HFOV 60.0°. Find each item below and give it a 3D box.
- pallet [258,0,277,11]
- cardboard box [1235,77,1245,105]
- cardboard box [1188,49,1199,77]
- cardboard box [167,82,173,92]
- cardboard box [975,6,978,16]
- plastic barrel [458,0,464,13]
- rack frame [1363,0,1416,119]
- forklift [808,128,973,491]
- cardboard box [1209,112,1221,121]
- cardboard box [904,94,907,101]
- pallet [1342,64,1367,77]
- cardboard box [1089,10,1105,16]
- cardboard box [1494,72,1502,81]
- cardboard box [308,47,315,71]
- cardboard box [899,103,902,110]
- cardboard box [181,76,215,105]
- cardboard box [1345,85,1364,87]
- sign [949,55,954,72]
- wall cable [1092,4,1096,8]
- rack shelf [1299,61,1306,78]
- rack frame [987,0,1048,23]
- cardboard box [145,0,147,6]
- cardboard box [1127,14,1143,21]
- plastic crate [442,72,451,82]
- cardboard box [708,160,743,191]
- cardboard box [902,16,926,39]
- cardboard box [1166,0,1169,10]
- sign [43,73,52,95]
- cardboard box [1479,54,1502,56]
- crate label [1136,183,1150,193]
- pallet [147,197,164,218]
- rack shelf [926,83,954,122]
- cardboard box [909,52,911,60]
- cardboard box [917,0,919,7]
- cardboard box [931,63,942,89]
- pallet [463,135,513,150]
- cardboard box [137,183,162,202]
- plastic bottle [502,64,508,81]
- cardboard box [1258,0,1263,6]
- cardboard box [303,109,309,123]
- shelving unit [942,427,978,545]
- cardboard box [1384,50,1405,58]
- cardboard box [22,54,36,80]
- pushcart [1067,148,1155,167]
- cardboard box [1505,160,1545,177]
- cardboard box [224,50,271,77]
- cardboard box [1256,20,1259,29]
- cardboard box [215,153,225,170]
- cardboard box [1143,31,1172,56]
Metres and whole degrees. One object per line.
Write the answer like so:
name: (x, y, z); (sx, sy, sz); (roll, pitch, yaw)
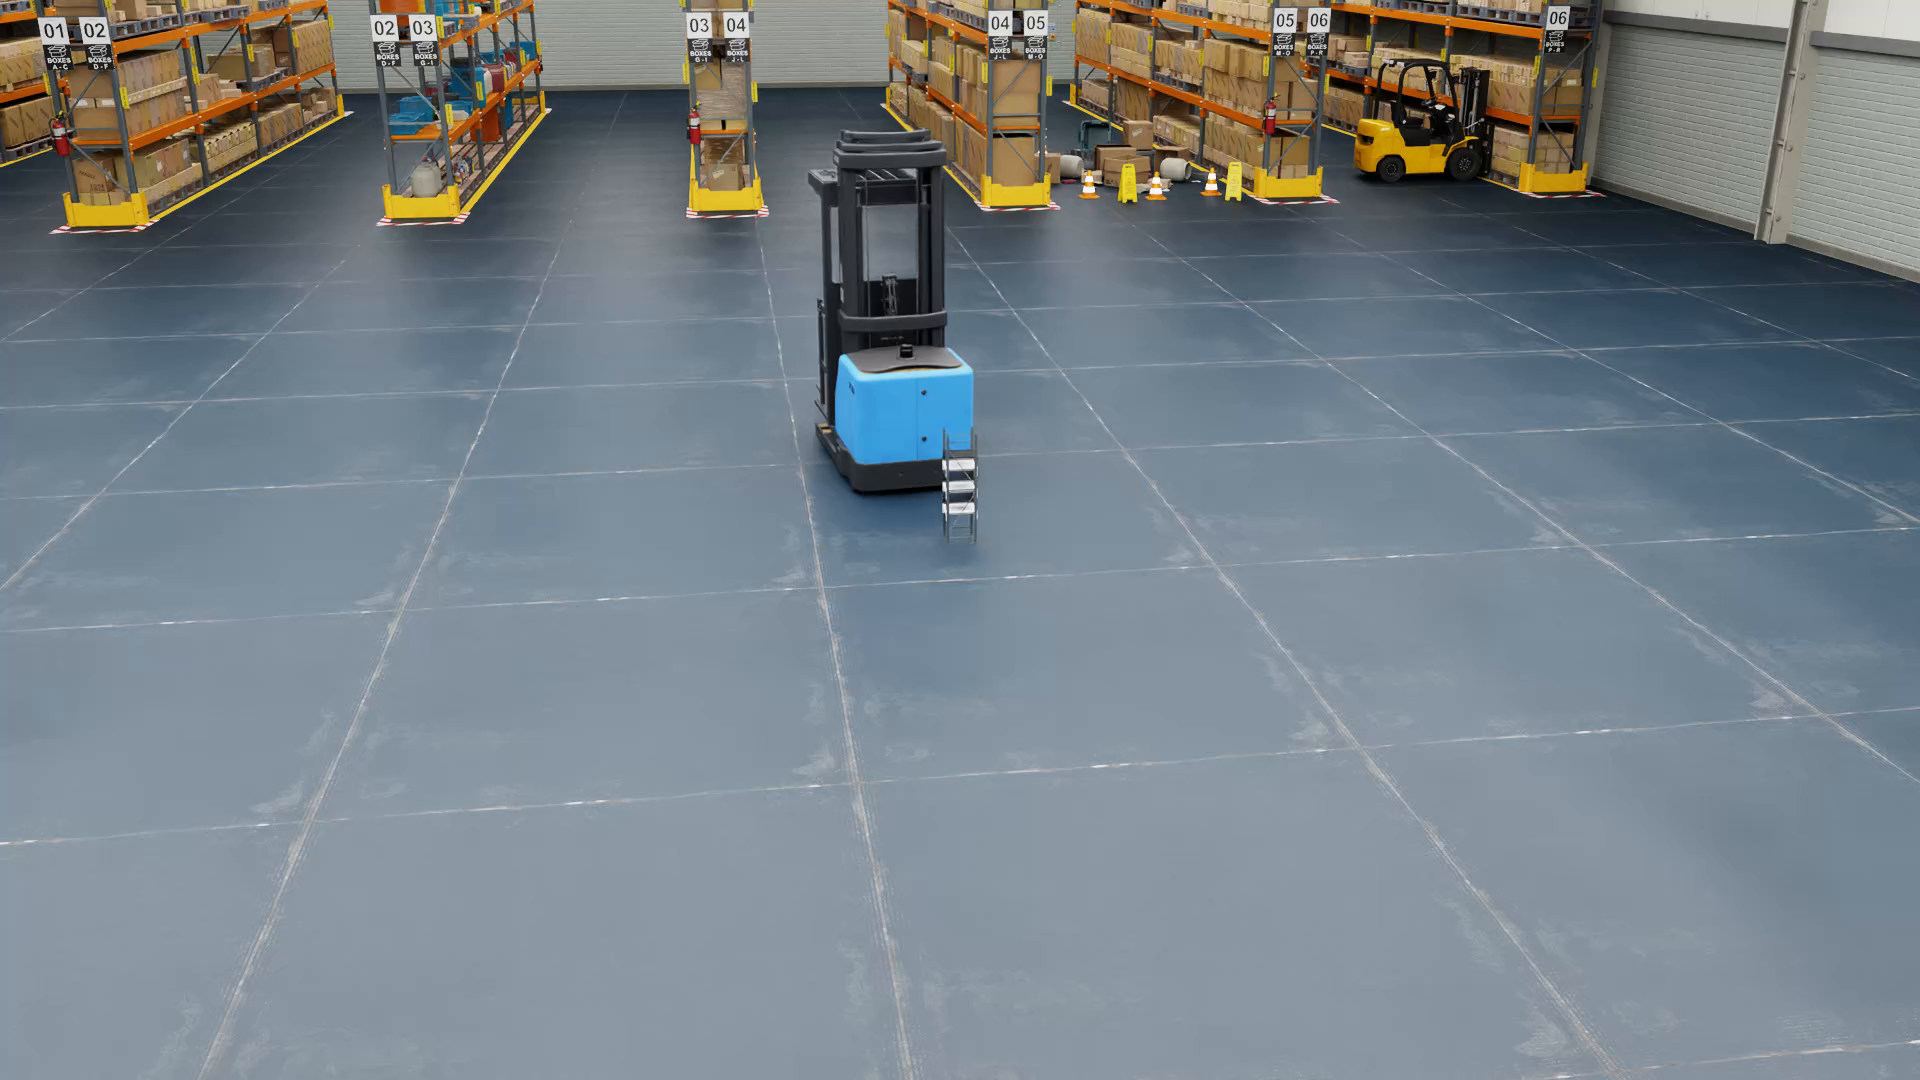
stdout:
pallet: (-15.318, -11.408, 35.453); (1.213, 0.211, 1.003); (-3, 21, -8)
cardboard box: (5.357, -8.229, 30.394); (0.500, 0.500, 0.500); (-3, 21, -8)
cardboard box: (4.901, -9.610, 33.491); (0.500, 0.500, 0.500); (-3, 21, -7)
cardboard box: (-13.978, -7.909, 29.035); (0.380, 0.149, 0.250); (-3, 21, -8)
cardboard box: (0.468, -9.130, 28.703); (0.380, 0.149, 0.250); (-3, 21, -7)
plastic barrel: (-10.019, -10.627, 32.481); (0.600, 0.830, 0.708); (-3, 21, -8)
rack frame: (9.602, -10.544, 37.159); (1.000, 3.000, 0.127); (-3, 21, -8)
forklift: (-0.739, -2.269, 15.101); (1.130, 2.935, 3.031); (-5, 21, -14)
cardboard box: (5.044, -8.207, 32.232); (0.380, 0.149, 0.250); (-3, 21, -7)
cardboard box: (-1.154, -10.729, 40.278); (0.380, 0.149, 0.250); (-3, 21, -7)
pallet: (9.435, -10.685, 37.811); (1.213, 0.211, 1.003); (-3, 21, -8)
cardboard box: (3.493, -13.383, 42.261); (0.380, 0.149, 0.250); (-3, 21, -7)
cardboard box: (10.219, -8.673, 31.081); (0.380, 0.149, 0.250); (-3, 21, -7)
cardboard box: (-15.446, -11.266, 38.950); (0.500, 0.500, 0.500); (-3, 21, -8)
cardboard box: (-1.312, -10.730, 41.133); (0.380, 0.149, 0.250); (-3, 21, -8)
cardboard box: (-14.585, -8.578, 31.754); (0.500, 0.500, 0.500); (-3, 21, -8)
cardboard box: (9.514, -10.883, 40.114); (0.380, 0.149, 0.250); (-4, 21, -10)
sign: (-0.152, -9.097, 31.744); (0.100, 0.325, 0.005); (-3, 21, -8)
wall cable: (4.104, -15.564, 49.149); (0.588, 1.984, 0.122); (-3, 21, -8)
rack shelf: (8.738, -12.284, 42.847); (1.077, 0.370, 4.000); (-3, 21, -8)
rack frame: (0.961, -10.048, 27.257); (1.000, 3.000, 0.127); (-3, 21, -8)
cardboard box: (-14.530, -9.435, 28.961); (0.500, 0.500, 0.500); (-1, 21, -3)
cardboard box: (4.273, -12.706, 40.450); (0.380, 0.149, 0.250); (-3, 21, -7)
plastic crate: (-10.086, -8.997, 32.927); (0.402, 0.464, 0.583); (-3, 21, -8)
cardboard box: (-4.036, -6.265, 28.676); (0.500, 0.500, 0.500); (1, 20, 2)
cardboard box: (-1.105, -12.196, 39.586); (0.500, 0.500, 0.500); (-4, 21, -10)
cardboard box: (4.605, -11.428, 35.432); (0.396, 0.266, 0.258); (-3, 21, -8)
sign: (-14.304, -7.155, 26.092); (0.100, 0.325, 0.005); (-3, 21, -8)
cardboard box: (10.524, -9.553, 33.012); (0.380, 0.149, 0.250); (-3, 21, -8)
crate label: (3.282, -6.360, 30.049); (0.250, 0.136, 0.298); (-15, 25, -35)
pallet: (-13.917, -5.480, 27.587); (1.003, 0.211, 1.213); (-3, 21, -8)
rack shelf: (0.096, -8.978, 33.995); (1.077, 0.370, 4.000); (-3, 21, -8)
cardboard box: (-0.940, -10.910, 37.472); (0.380, 0.149, 0.250); (-3, 21, -9)
cardboard box: (-0.679, -11.990, 36.601); (0.500, 0.500, 0.500); (-3, 21, -8)
cardboard box: (-0.319, -9.709, 34.782); (0.500, 0.500, 0.500); (-3, 21, -8)
pallet: (-10.171, -8.507, 35.691); (1.003, 0.211, 1.213); (-3, 21, -8)
cardboard box: (-13.698, -5.802, 27.794); (0.500, 0.250, 0.500); (-3, 21, -8)
plastic bottle: (-9.978, -10.221, 36.365); (0.144, 0.351, 0.185); (-3, 21, -8)
cardboard box: (5.449, -9.464, 29.200); (0.380, 0.149, 0.250); (-3, 21, -8)
cardboard box: (-15.342, -9.781, 38.332); (0.500, 0.311, 0.500); (-3, 21, -8)
shelving unit: (-0.001, -0.424, 13.066); (0.258, 0.900, 0.210); (-3, 21, -8)
cardboard box: (9.459, -10.589, 36.210); (0.380, 0.149, 0.250); (-2, 21, -6)
cardboard box: (-19.856, -9.953, 34.980); (0.500, 0.500, 0.500); (-2, 21, -6)
pushcart: (3.019, -7.546, 32.881); (1.648, 0.377, 0.936); (-11, 23, -26)
cardboard box: (10.375, -6.829, 30.543); (0.500, 0.250, 0.500); (-3, 21, -7)
cardboard box: (-15.064, -10.076, 35.164); (0.700, 0.500, 0.500); (1, 20, 2)
cardboard box: (5.443, -9.097, 29.358); (0.380, 0.149, 0.250); (-2, 21, -6)
cardboard box: (-14.227, -7.147, 31.393); (0.500, 0.250, 0.500); (-2, 21, -6)
cardboard box: (4.358, -10.973, 36.736); (0.500, 0.500, 0.500); (-3, 21, -9)
